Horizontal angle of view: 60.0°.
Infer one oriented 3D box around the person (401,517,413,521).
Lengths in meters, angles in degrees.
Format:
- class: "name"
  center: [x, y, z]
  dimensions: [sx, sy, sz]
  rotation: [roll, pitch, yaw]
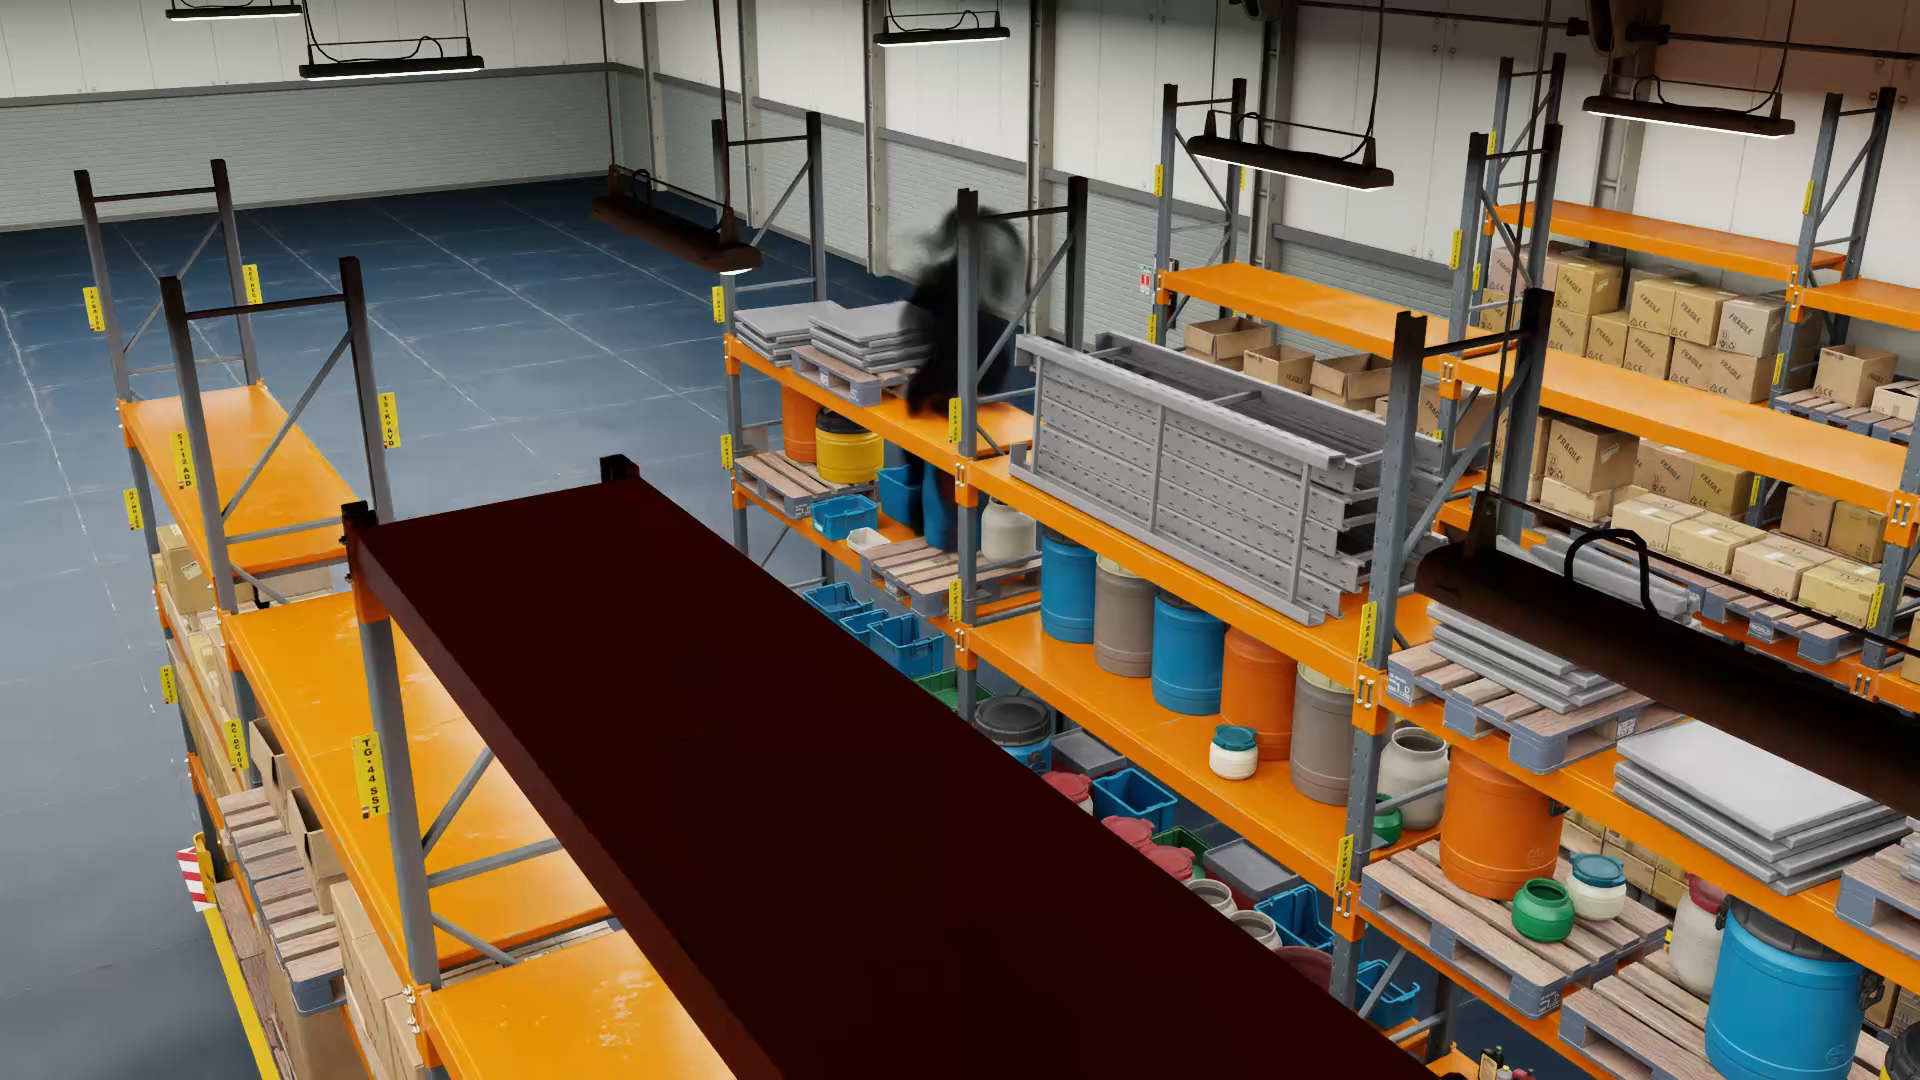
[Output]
- class: "person"
  center: [-5.702, 0.590, 17.505]
  dimensions: [0.945, 1.797, 0.698]
  rotation: [3, 22, 7]
